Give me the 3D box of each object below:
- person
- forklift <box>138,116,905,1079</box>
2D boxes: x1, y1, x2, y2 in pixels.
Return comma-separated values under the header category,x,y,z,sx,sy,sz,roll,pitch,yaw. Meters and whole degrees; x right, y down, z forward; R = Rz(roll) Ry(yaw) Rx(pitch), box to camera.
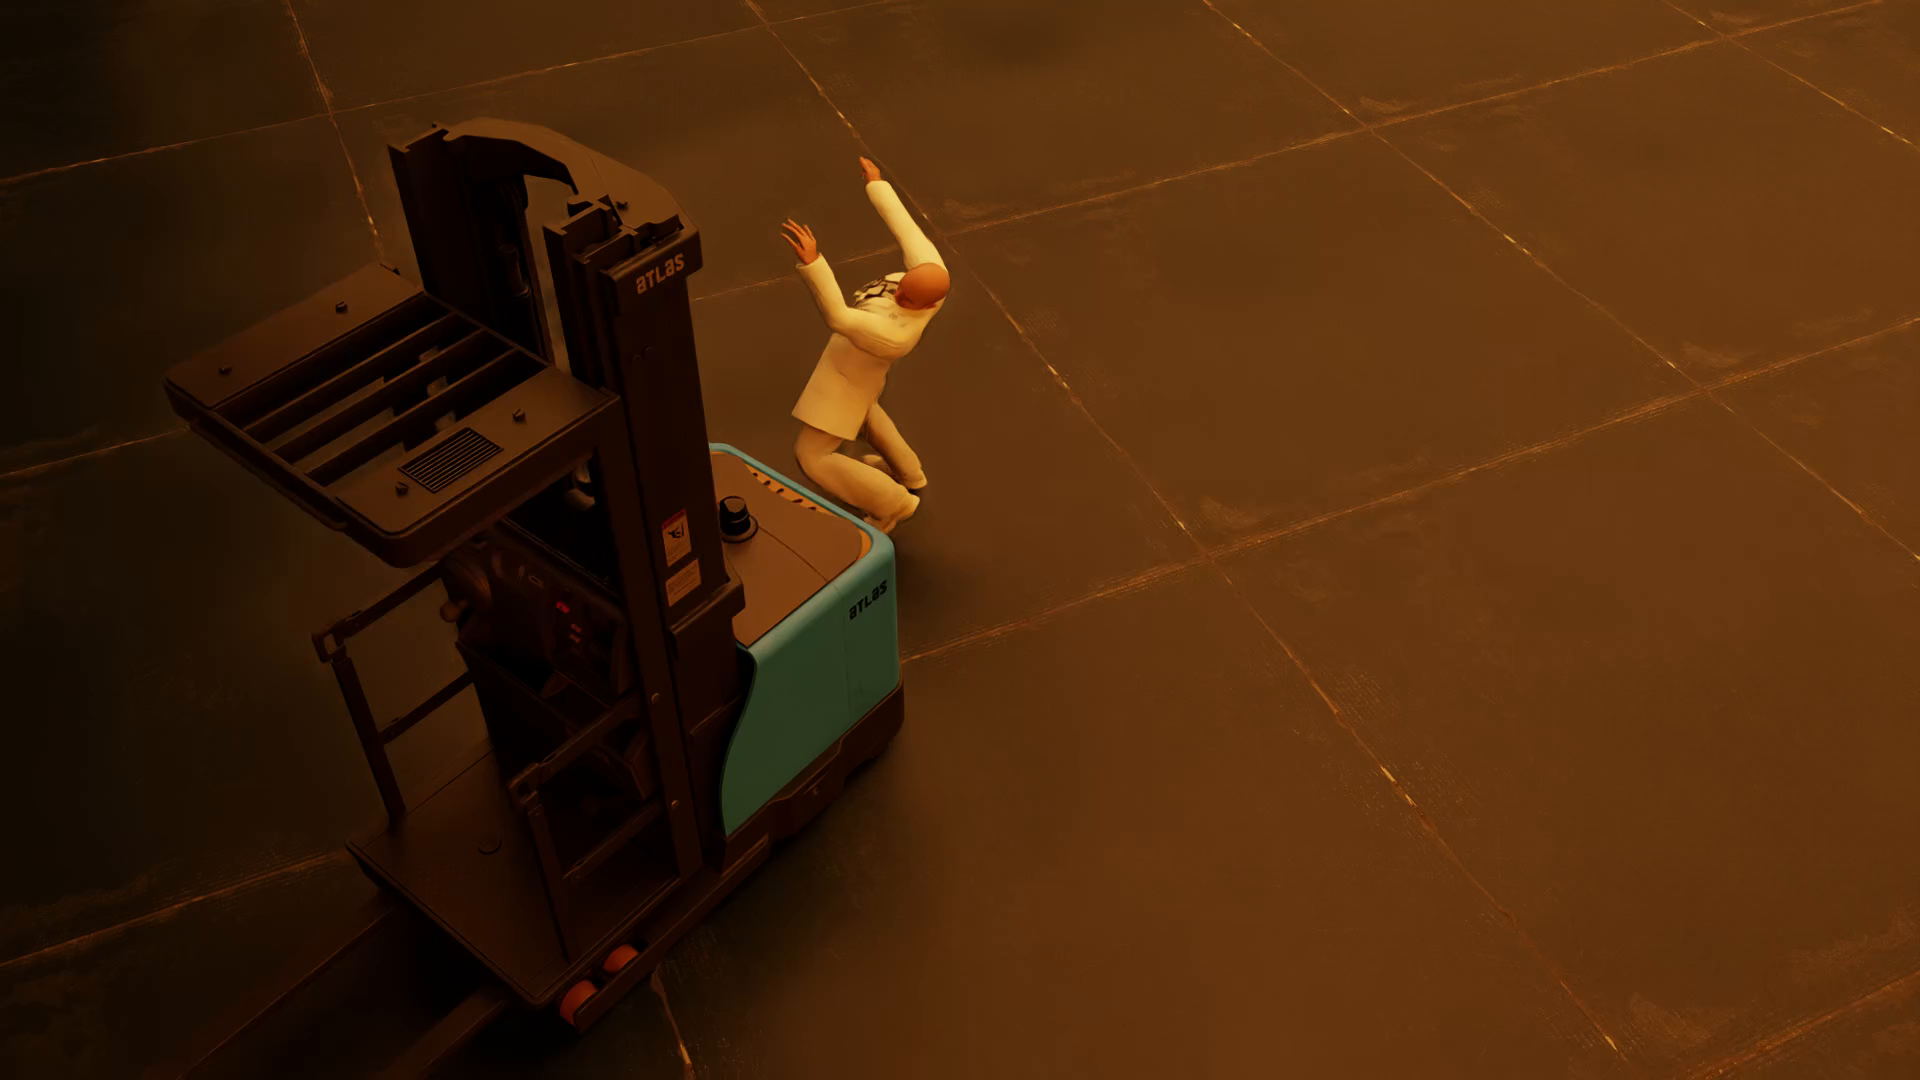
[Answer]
category,x,y,z,sx,sy,sz,roll,pitch,yaw
person,-0.339,-0.889,7.539,0.721,1.678,1.092,9,44,10
forklift,-1.552,0.282,5.378,1.130,2.935,3.031,29,50,28
